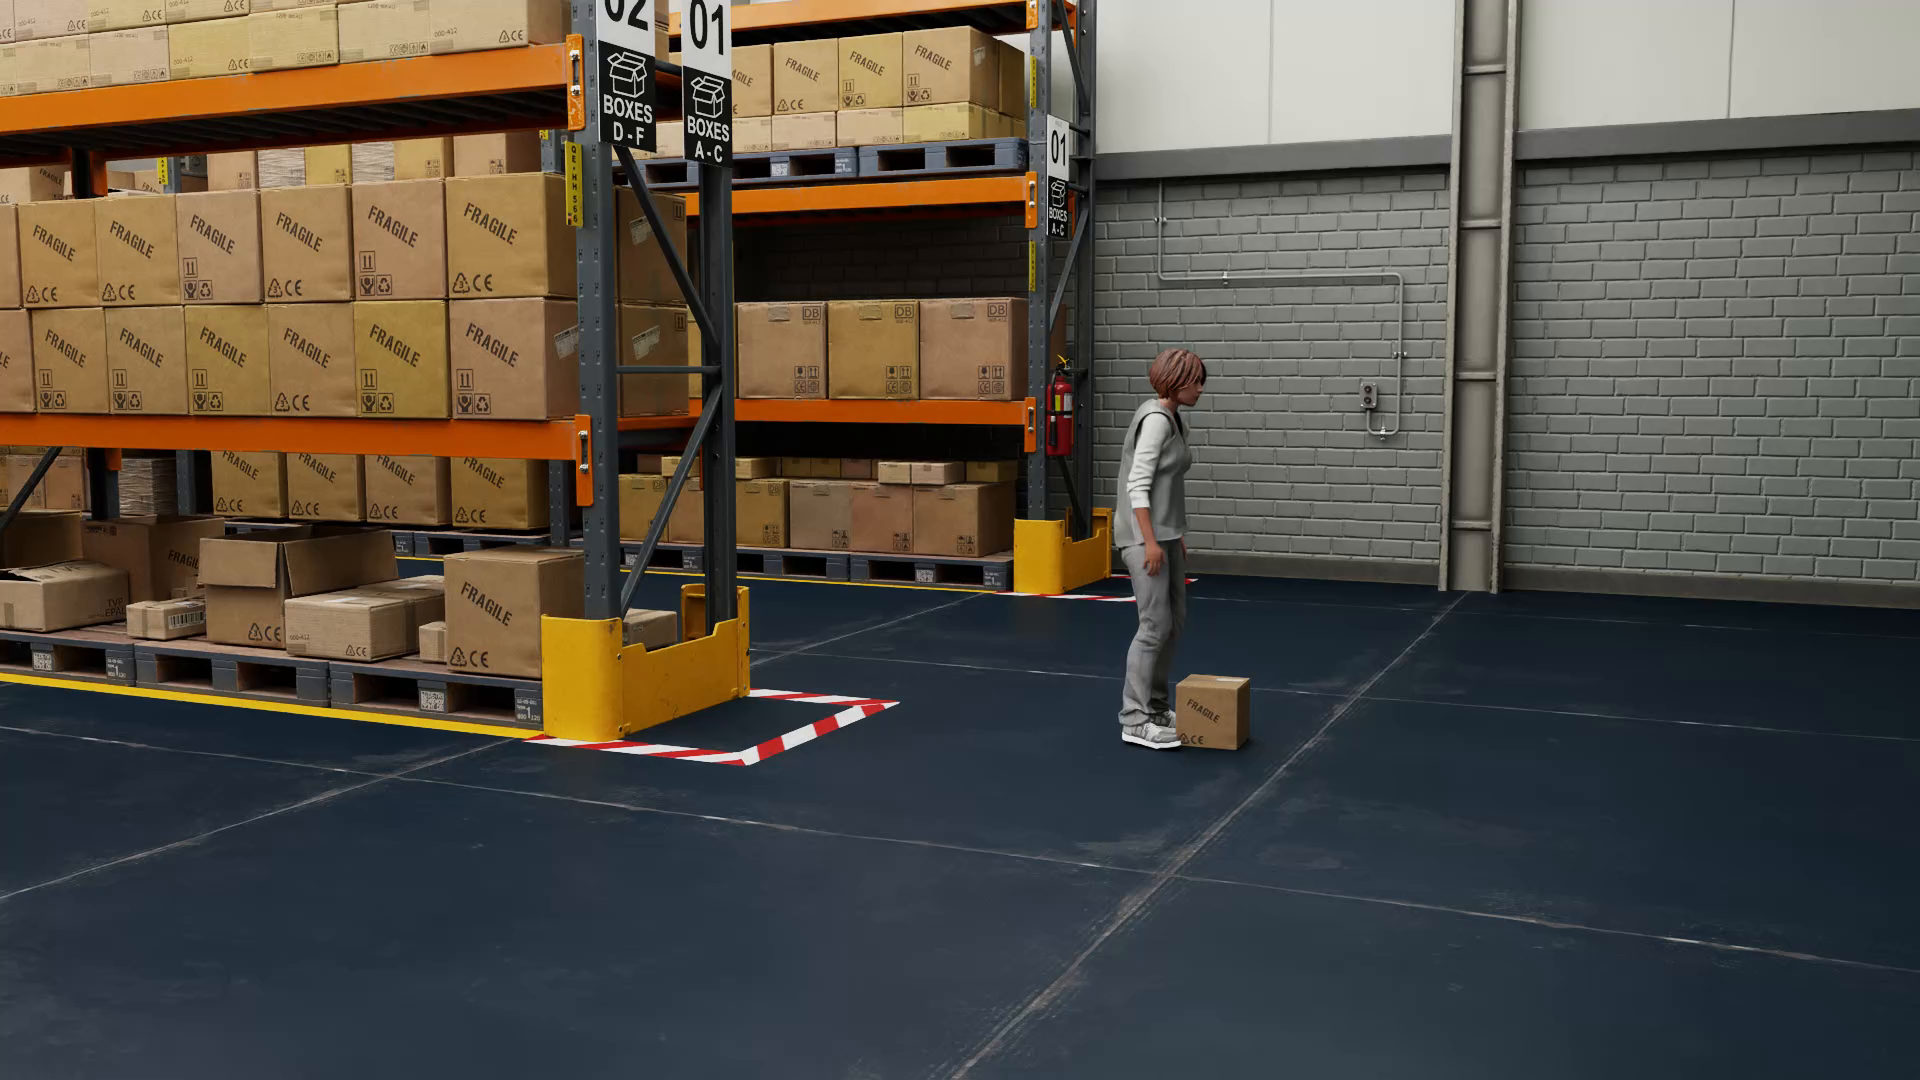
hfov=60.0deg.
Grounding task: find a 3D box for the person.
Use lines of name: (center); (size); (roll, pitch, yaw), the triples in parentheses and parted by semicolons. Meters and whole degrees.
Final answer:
person: (0.813, 0.021, 6.776); (0.350, 1.593, 0.471); (2, 6, 23)
